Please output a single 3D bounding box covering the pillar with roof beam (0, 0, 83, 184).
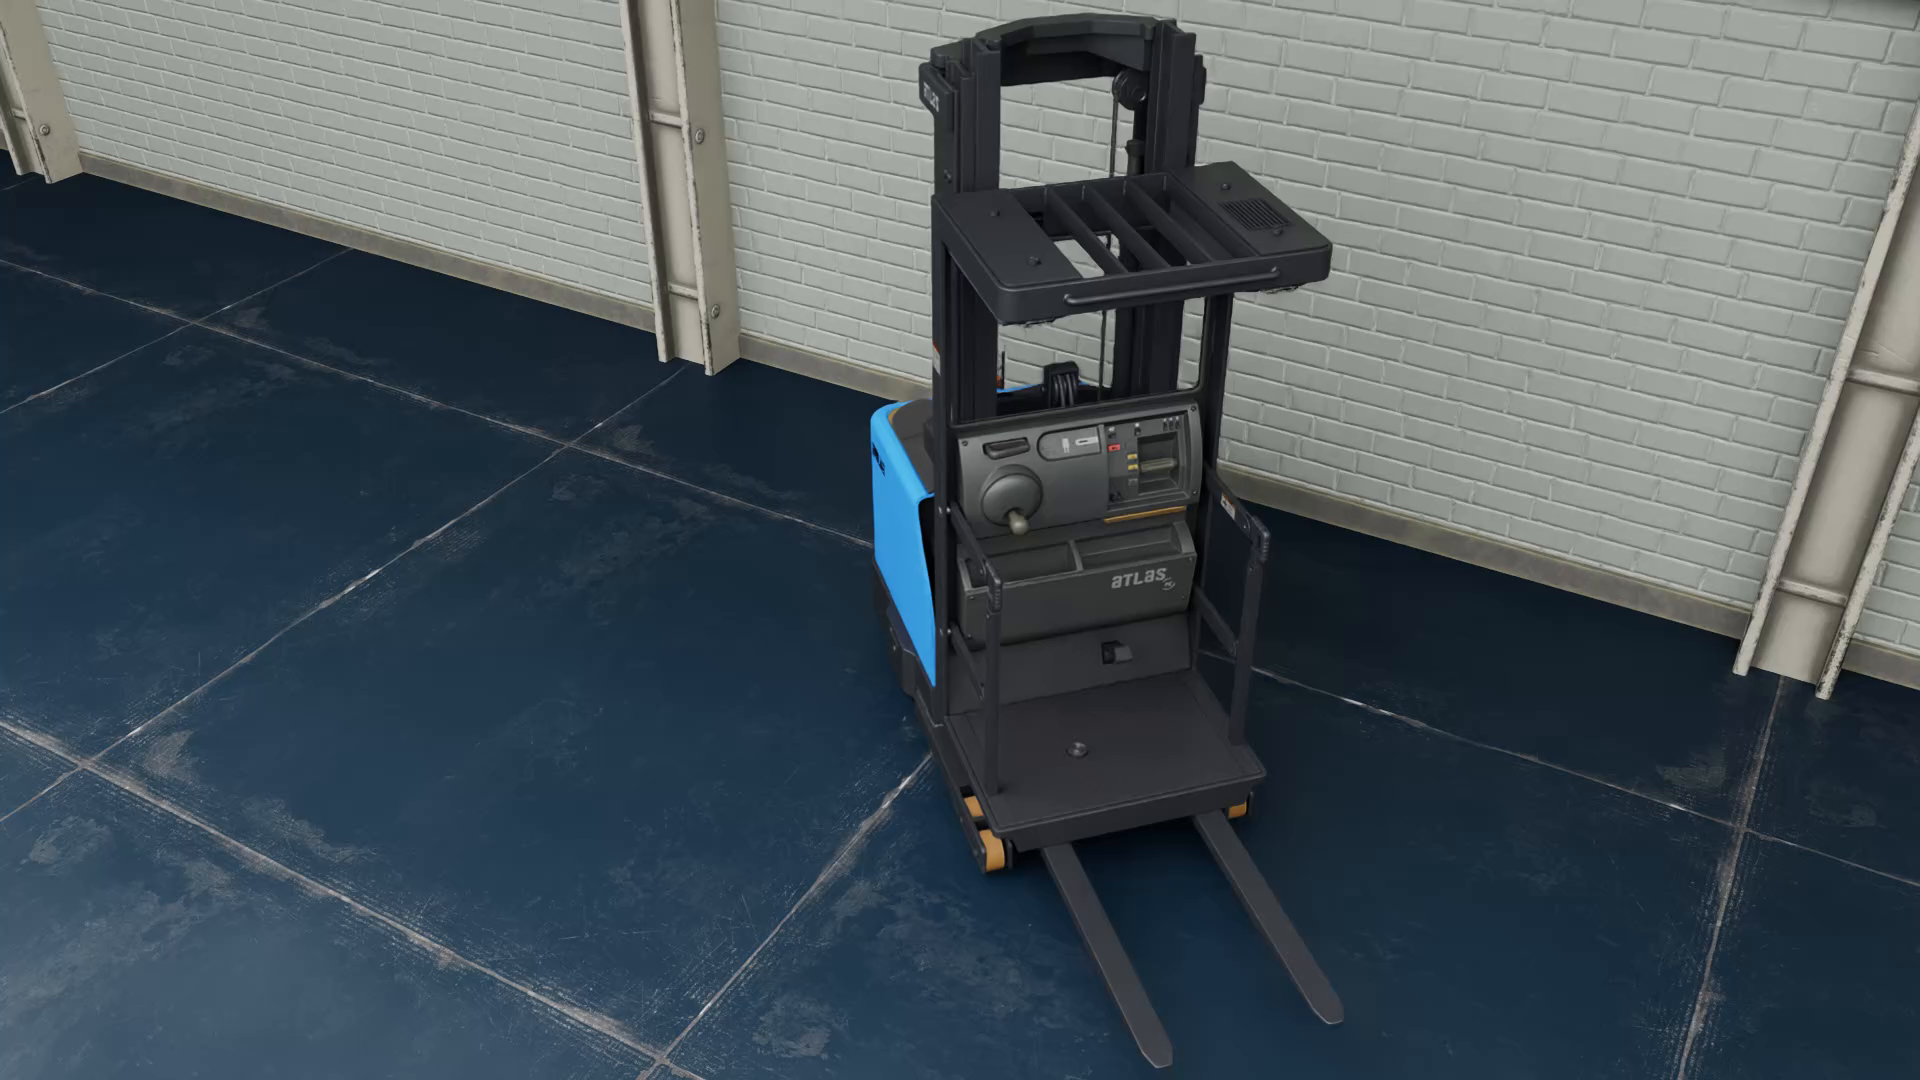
[{"bbox_3d":[-8.884,-4.408,6.750,0.400,9.000,9.100,18,37,24],"label":"pillar with roof beam"}]

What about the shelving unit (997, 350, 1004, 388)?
[{"bbox_3d":[0.046,-0.422,7.937,0.252,1.050,0.215,18,37,24],"label":"shelving unit"}]

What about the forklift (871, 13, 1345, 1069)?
[{"bbox_3d":[0.511,-0.202,5.910,1.130,2.935,3.031,-9,35,-14],"label":"forklift"}]

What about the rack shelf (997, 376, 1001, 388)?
[{"bbox_3d":[0.046,-0.650,7.785,0.240,0.259,0.215,18,37,24],"label":"rack shelf"}]

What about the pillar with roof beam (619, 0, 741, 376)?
[{"bbox_3d":[-3.675,-2.758,4.272,0.400,9.000,9.100,18,37,24],"label":"pillar with roof beam"}]

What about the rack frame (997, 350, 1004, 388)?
[{"bbox_3d":[0.152,-0.389,7.887,0.008,1.050,0.200,18,37,24],"label":"rack frame"}]

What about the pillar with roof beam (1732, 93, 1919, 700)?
[{"bbox_3d":[1.535,-1.108,1.794,0.400,9.000,9.100,18,37,24],"label":"pillar with roof beam"}]
